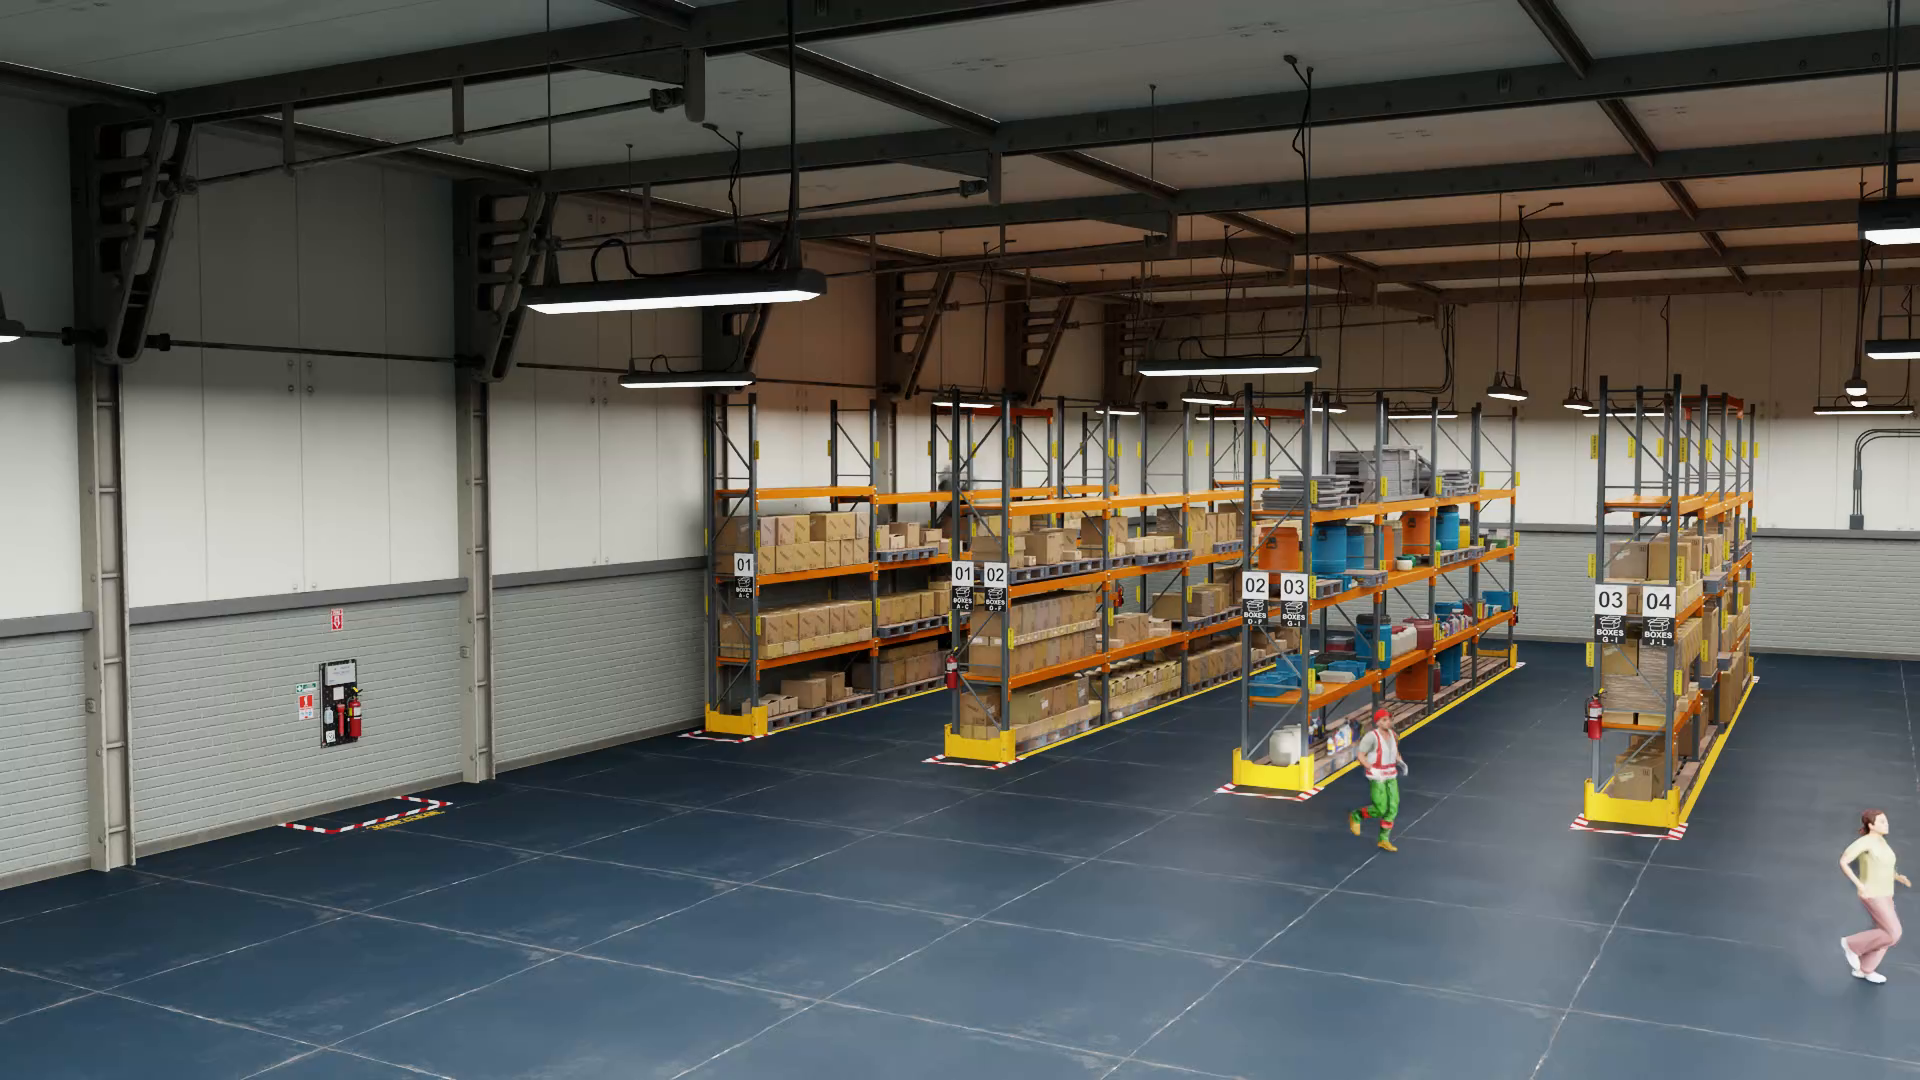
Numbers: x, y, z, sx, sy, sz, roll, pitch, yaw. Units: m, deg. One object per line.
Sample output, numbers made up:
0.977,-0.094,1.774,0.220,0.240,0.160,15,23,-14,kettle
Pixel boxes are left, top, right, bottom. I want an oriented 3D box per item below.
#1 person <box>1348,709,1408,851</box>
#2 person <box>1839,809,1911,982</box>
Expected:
5.294,2.999,21.010,0.657,1.764,0.700,-2,4,-29,person
8.622,3.342,15.631,0.575,1.627,0.540,-2,4,-35,person
